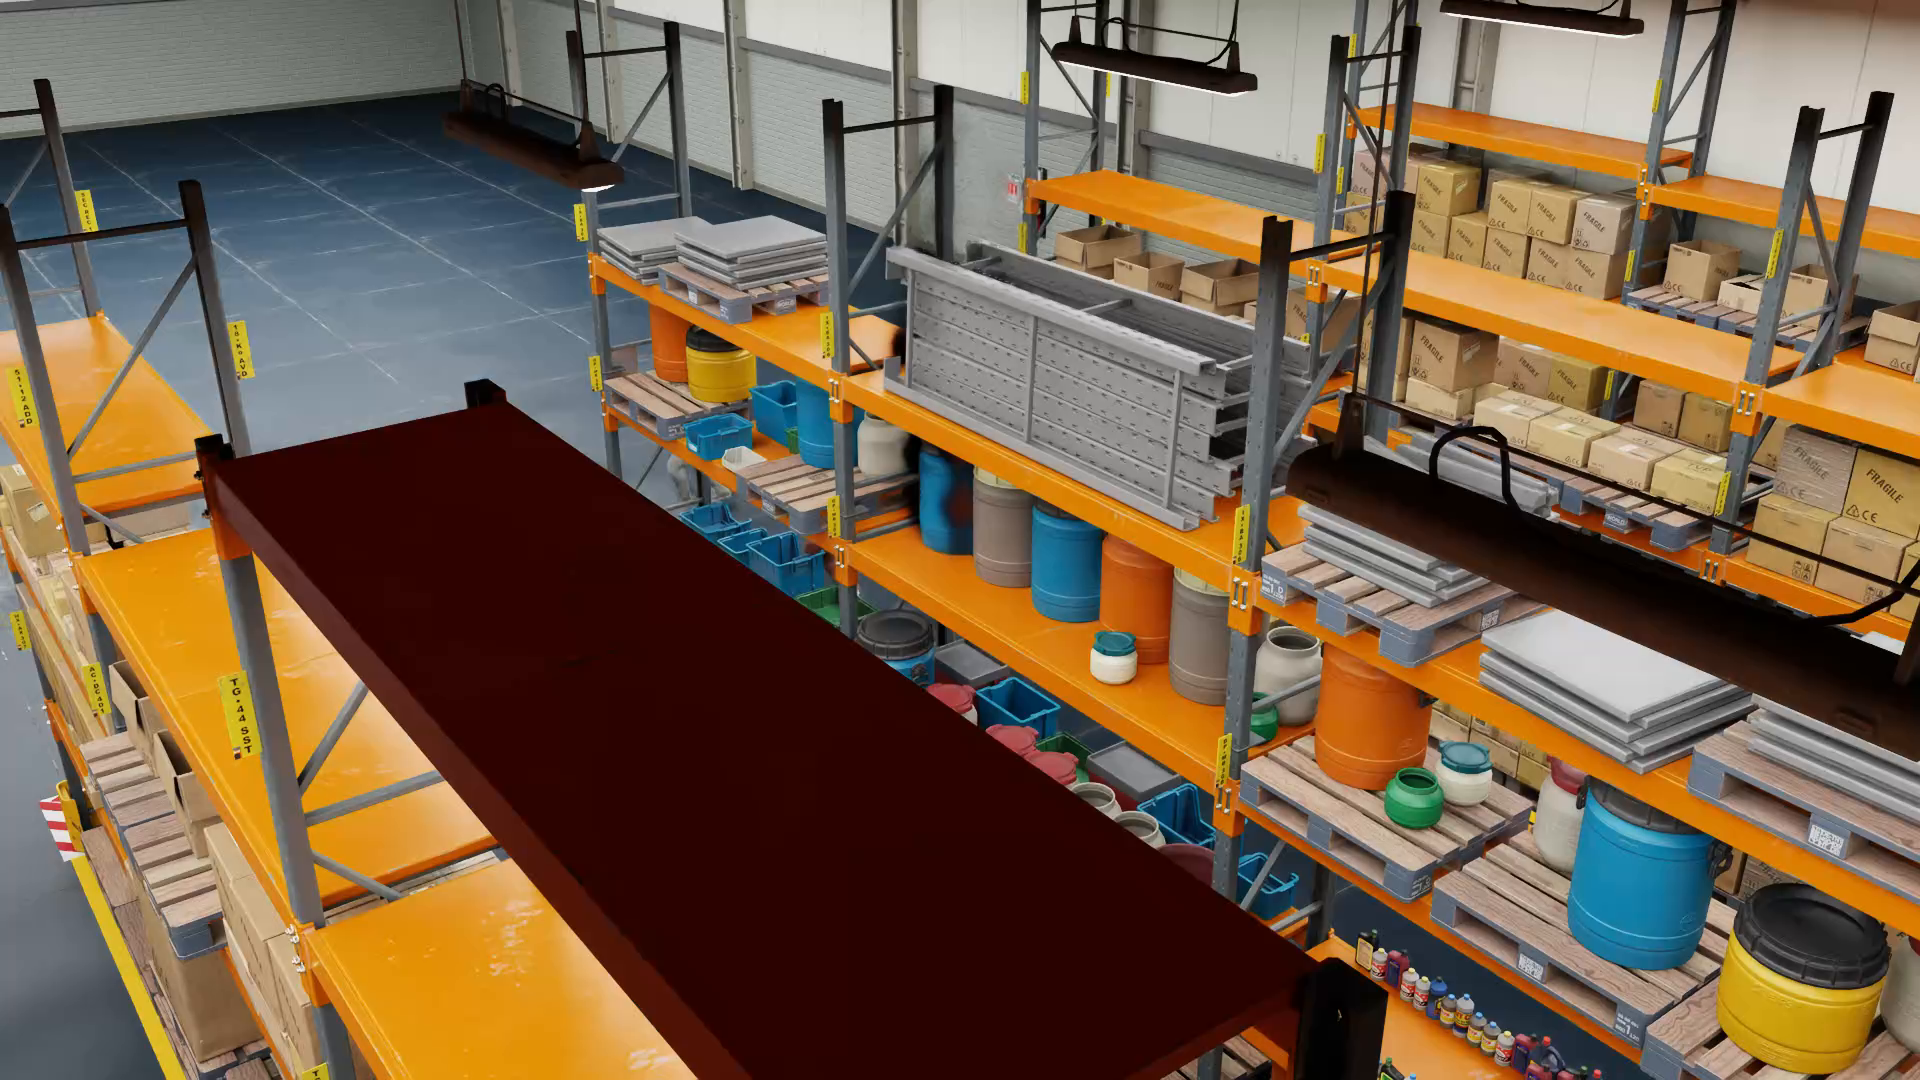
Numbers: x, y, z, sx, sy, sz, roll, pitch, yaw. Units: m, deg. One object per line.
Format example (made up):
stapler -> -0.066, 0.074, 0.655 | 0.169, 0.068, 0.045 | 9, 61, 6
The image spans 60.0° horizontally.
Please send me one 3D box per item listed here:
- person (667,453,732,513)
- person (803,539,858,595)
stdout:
person -> -3.106, -1.168, 19.476 | 0.767, 1.824, 0.670 | -2, 25, -5
person -> -1.334, -0.043, 16.830 | 0.617, 1.668, 0.834 | -20, 32, -37
